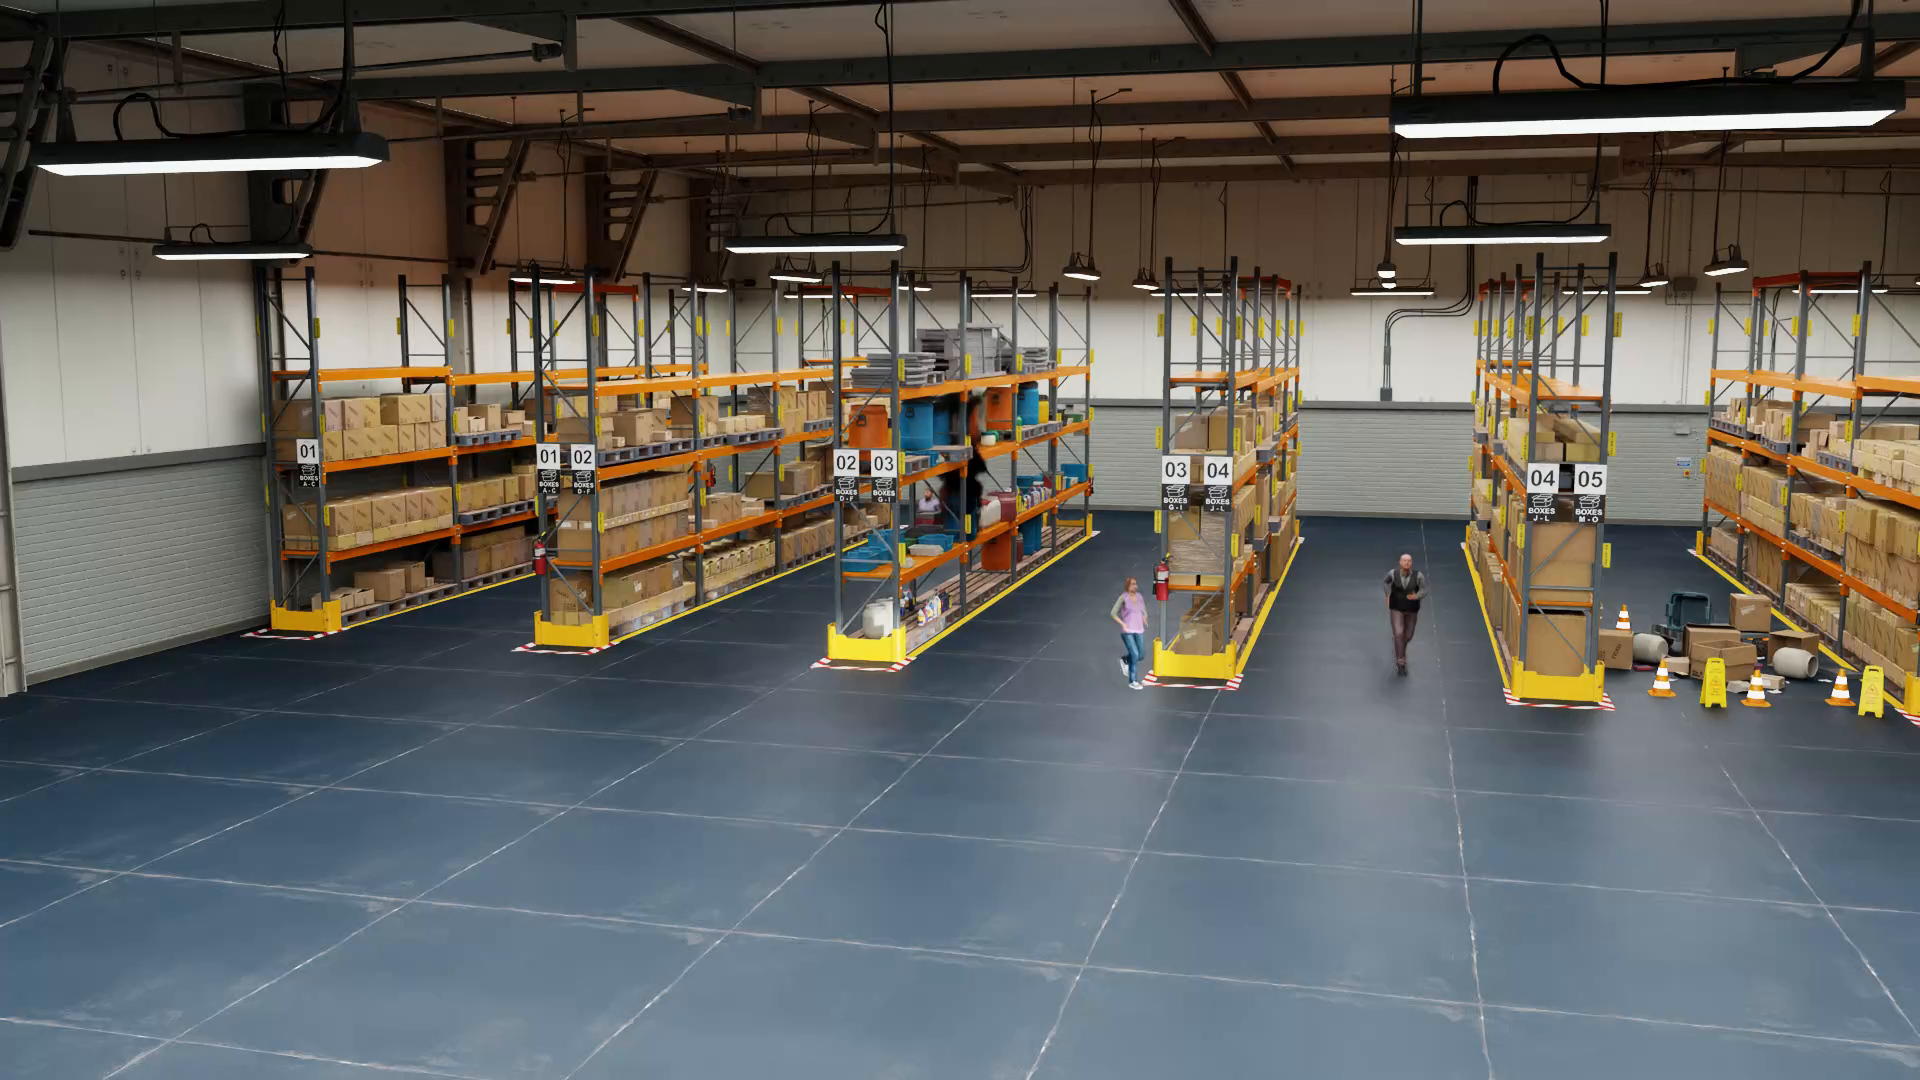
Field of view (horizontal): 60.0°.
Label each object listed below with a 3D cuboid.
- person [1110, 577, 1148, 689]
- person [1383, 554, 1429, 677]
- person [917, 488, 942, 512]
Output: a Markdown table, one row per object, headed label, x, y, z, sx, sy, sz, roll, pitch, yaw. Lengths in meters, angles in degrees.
| label | x | y | z | sx | sy | sz | roll | pitch | yaw |
| --- | --- | --- | --- | --- | --- | --- | --- | --- | --- |
| person | 2.369 | 1.249 | 23.301 | 0.541 | 1.482 | 0.621 | -3 | 8 | -25 |
| person | 6.548 | 1.073 | 24.460 | 0.608 | 1.766 | 1.076 | 0 | 7 | 3 |
| person | -0.672 | -0.296 | 35.510 | 0.587 | 1.602 | 0.583 | 1 | 7 | 11 |
